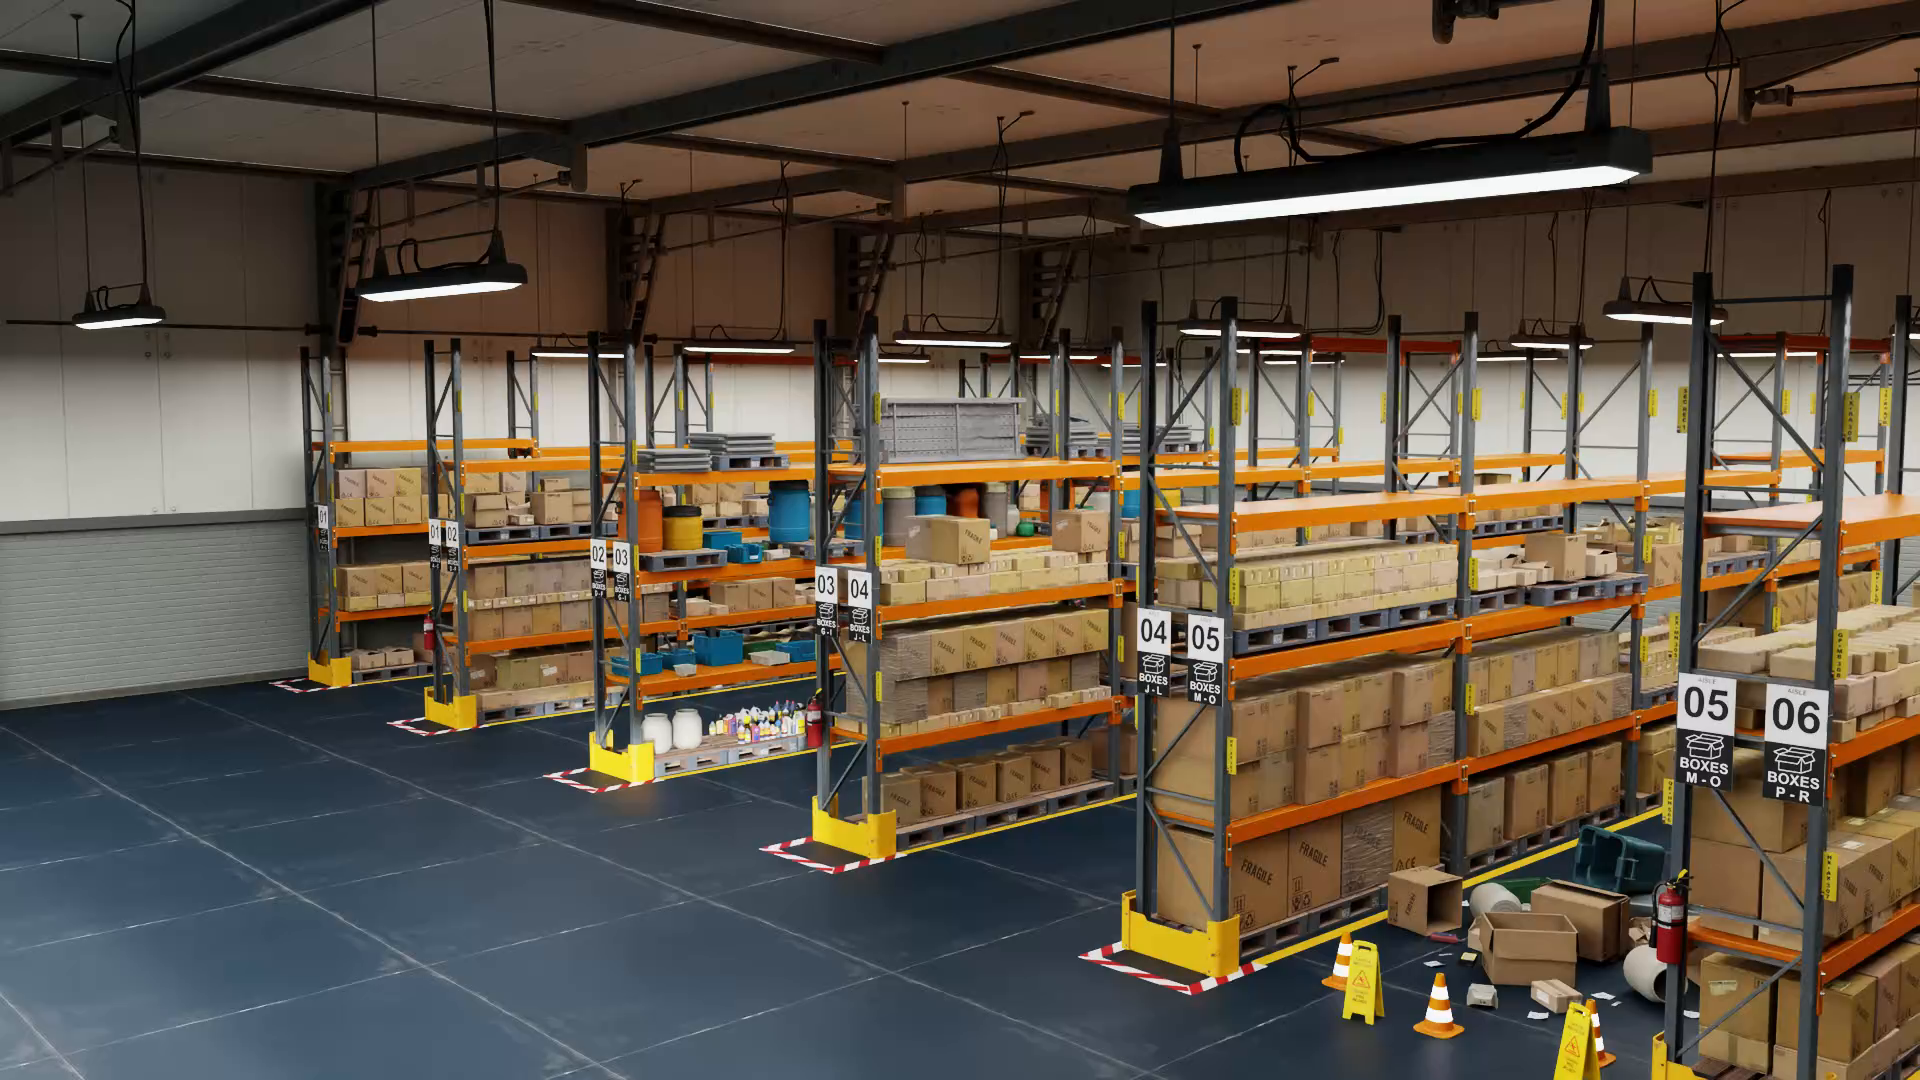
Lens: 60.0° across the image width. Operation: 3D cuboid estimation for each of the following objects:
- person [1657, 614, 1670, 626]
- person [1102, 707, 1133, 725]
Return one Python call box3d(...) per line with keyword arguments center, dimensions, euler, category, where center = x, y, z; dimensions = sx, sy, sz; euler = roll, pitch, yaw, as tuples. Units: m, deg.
box3d(center=(10.997, 2.047, 25.917), dimensions=(0.819, 1.795, 0.628), euler=(-4, 6, -37), category="person")
box3d(center=(2.354, 1.883, 24.722), dimensions=(0.773, 1.640, 0.534), euler=(-5, 7, -44), category="person")
